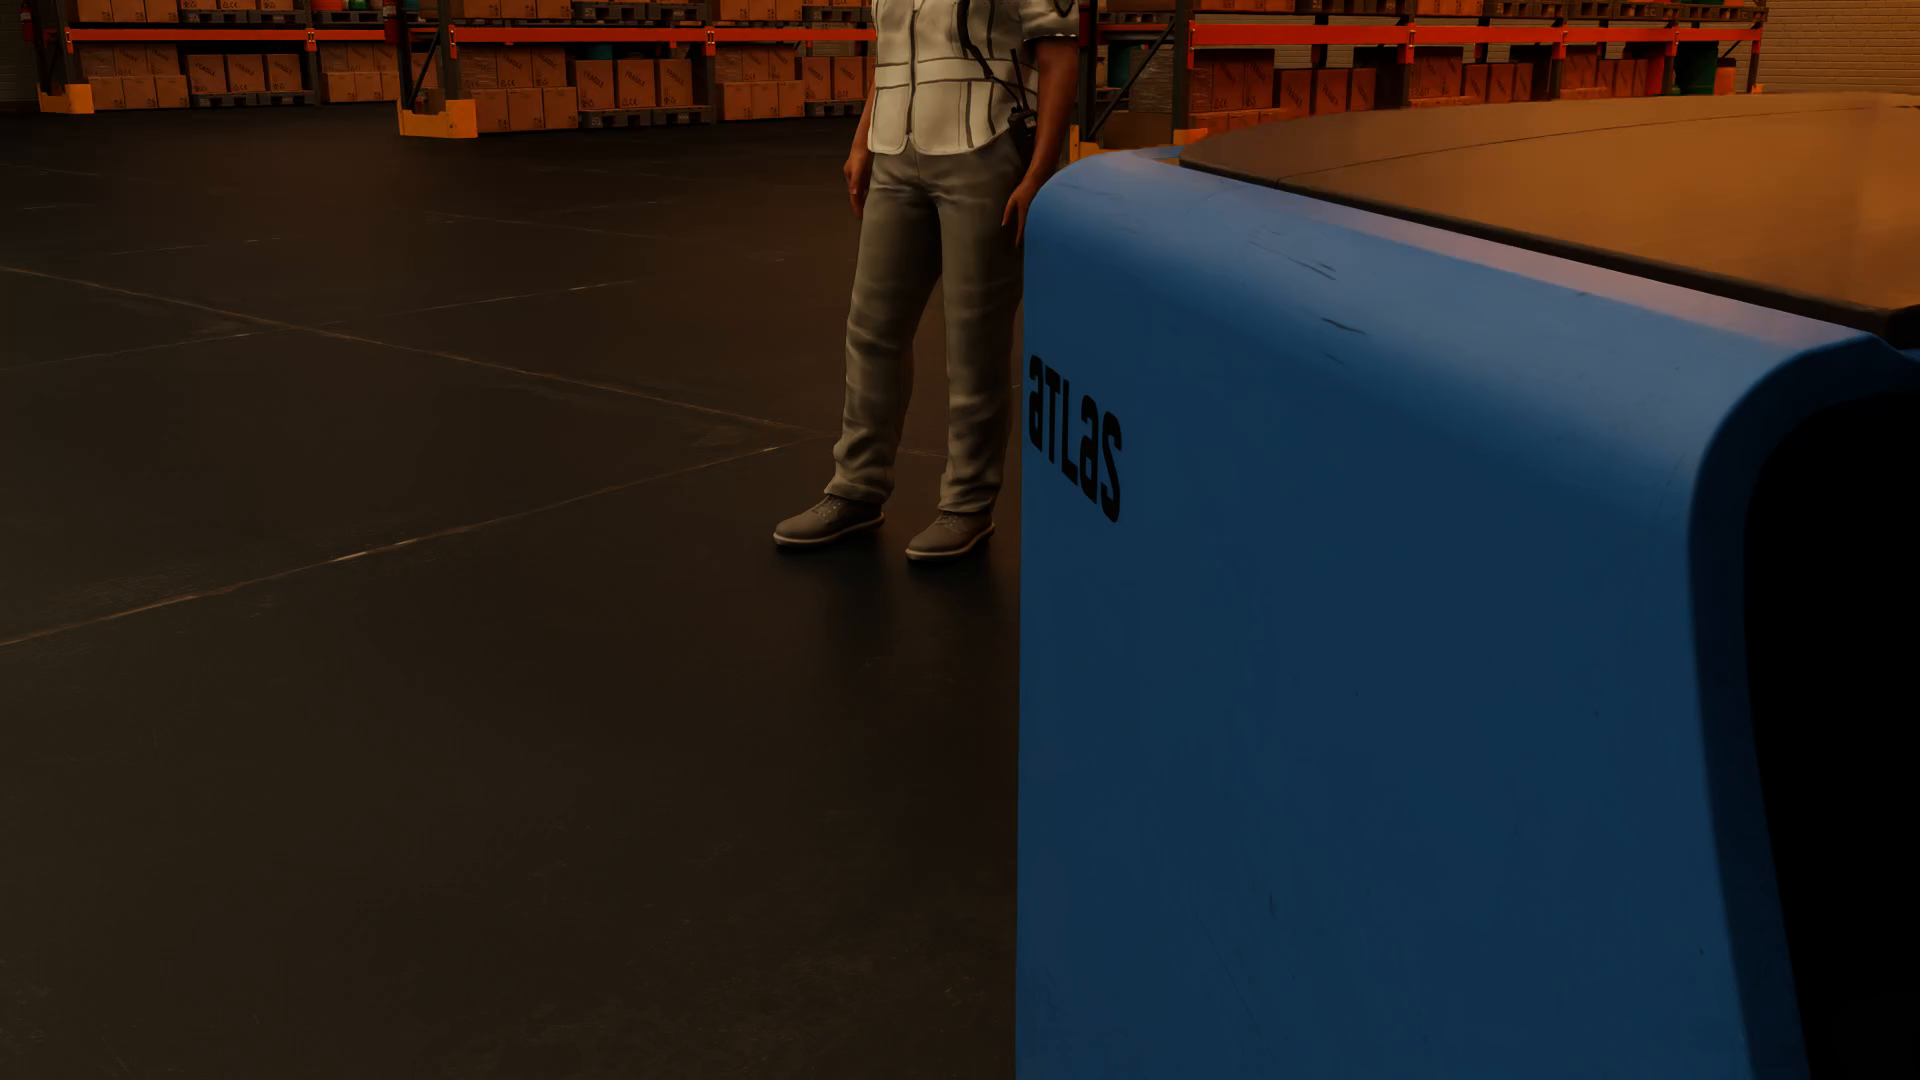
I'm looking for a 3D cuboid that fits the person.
[{"bbox_3d":[-0.066,-0.792,3.655,0.599,1.670,0.529,13,21,37],"label":"person"}]
